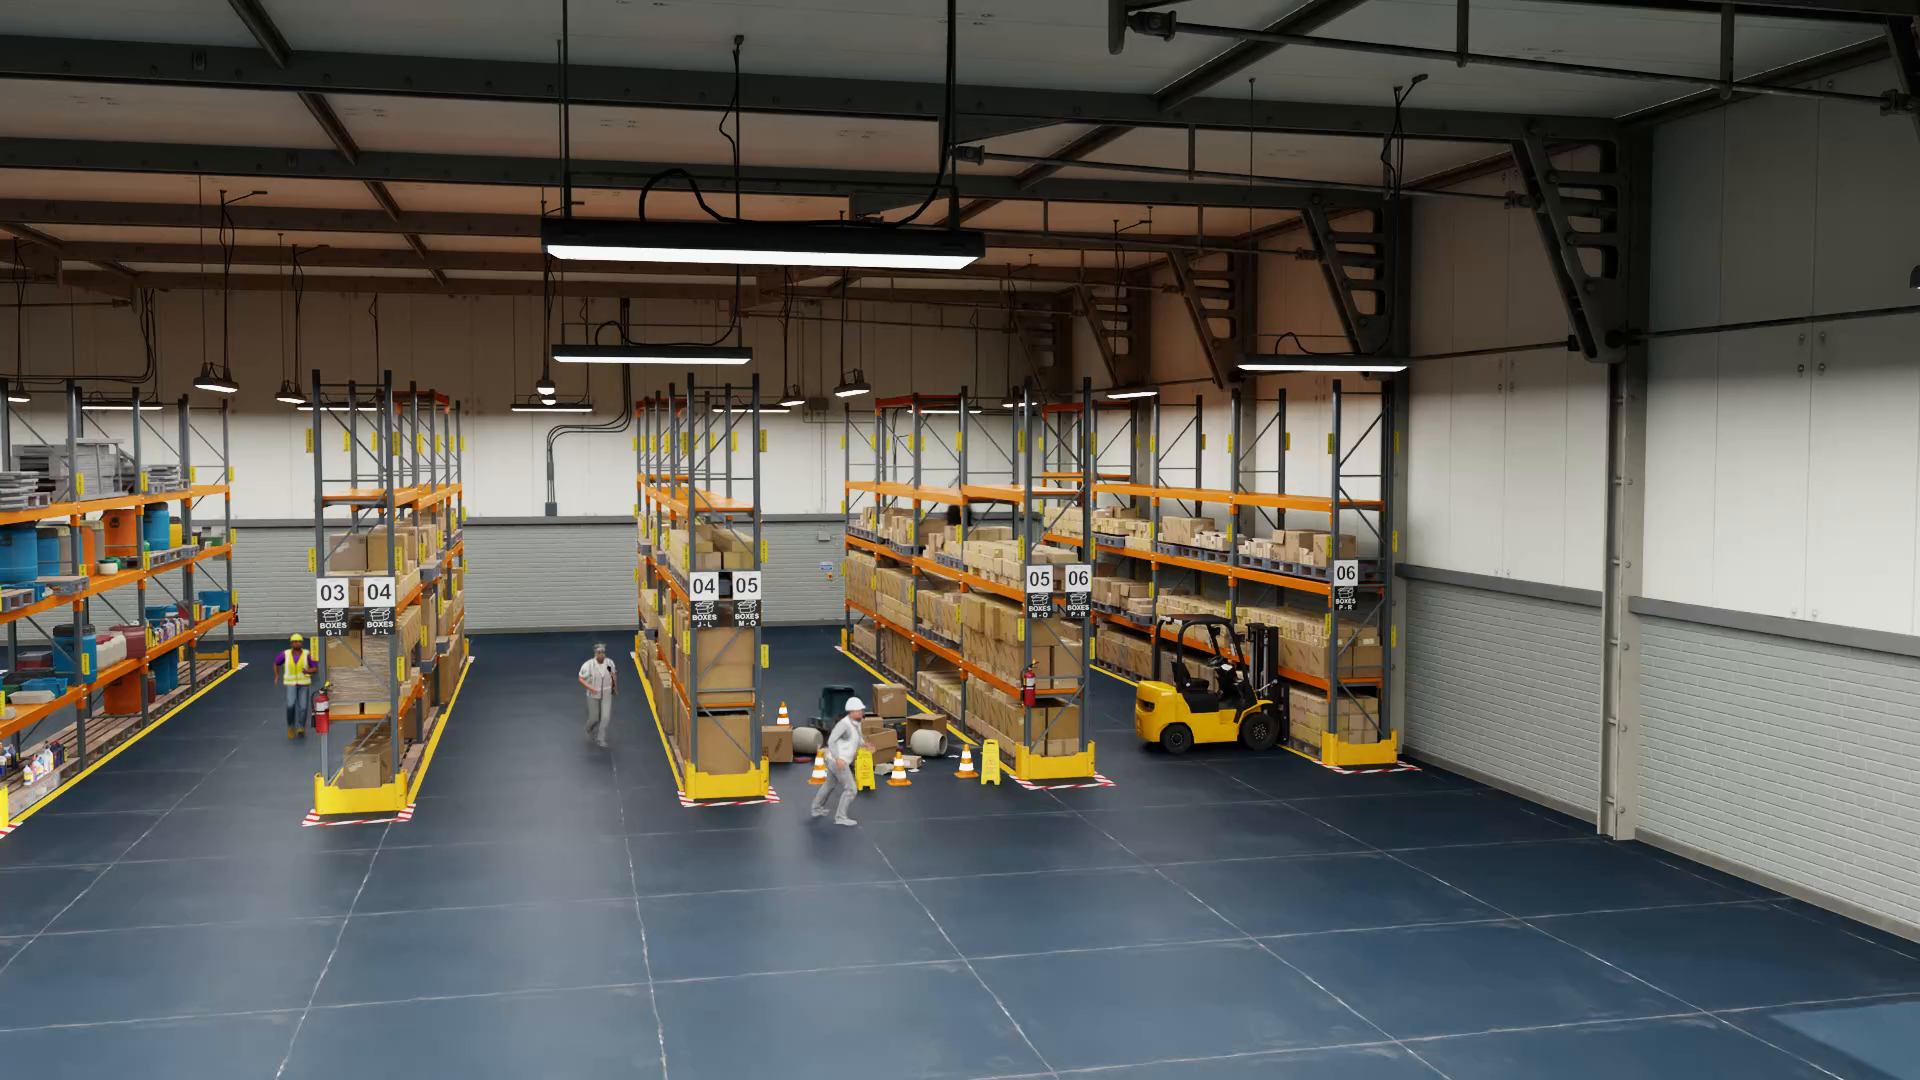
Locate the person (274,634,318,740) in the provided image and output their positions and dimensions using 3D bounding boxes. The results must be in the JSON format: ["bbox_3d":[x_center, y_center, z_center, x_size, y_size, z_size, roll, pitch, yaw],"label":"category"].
[{"bbox_3d":[-11.291,2.490,28.286,0.697,1.789,0.720,-1,4,-22],"label":"person"}]

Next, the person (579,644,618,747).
[{"bbox_3d":[-6.019,2.558,27.626,0.659,1.729,0.777,-2,4,-25],"label":"person"}]

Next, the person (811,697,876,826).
[{"bbox_3d":[-1.553,2.900,21.938,0.897,1.703,0.708,0,3,4],"label":"person"}]
